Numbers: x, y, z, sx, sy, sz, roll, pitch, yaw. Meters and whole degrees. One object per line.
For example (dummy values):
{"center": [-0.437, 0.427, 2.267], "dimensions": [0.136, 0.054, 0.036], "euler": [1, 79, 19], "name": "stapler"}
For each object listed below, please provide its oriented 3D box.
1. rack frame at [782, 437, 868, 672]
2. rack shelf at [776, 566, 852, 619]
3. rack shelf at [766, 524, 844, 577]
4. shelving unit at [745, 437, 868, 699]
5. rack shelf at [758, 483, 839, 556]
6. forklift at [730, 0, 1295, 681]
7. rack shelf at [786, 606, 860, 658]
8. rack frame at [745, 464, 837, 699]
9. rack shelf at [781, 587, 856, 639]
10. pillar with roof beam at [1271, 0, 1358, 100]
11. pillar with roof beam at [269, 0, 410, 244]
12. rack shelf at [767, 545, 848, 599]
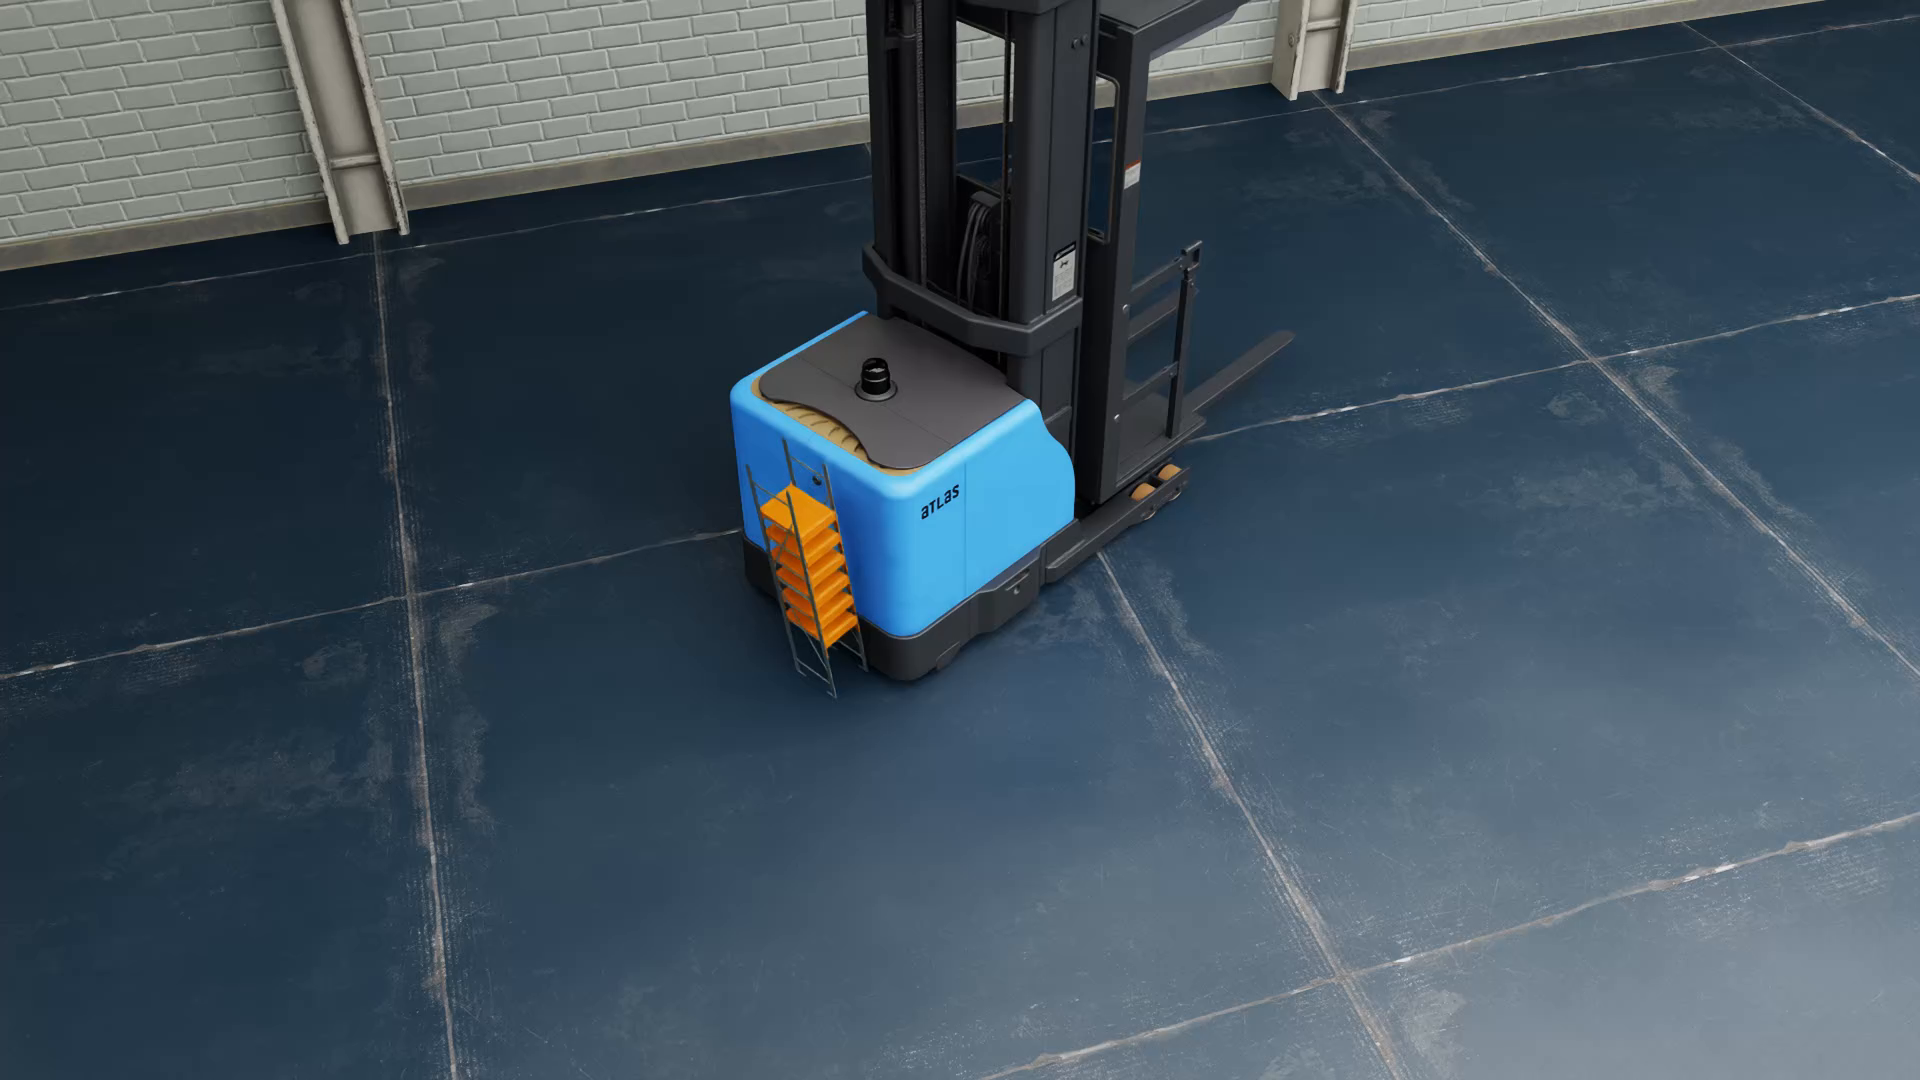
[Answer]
{"center": [-0.524, 0.083, 6.563], "dimensions": [0.240, 1.200, 0.006], "euler": [32, 58, 31], "name": "rack frame"}
{"center": [-0.582, 0.166, 6.553], "dimensions": [0.258, 0.103, 0.180], "euler": [32, 58, 31], "name": "rack shelf"}
{"center": [-0.603, 0.001, 6.379], "dimensions": [0.258, 0.103, 0.180], "euler": [32, 58, 31], "name": "rack shelf"}
{"center": [-0.586, 0.136, 6.521], "dimensions": [0.258, 1.200, 0.189], "euler": [32, 58, 31], "name": "shelving unit"}
{"center": [-0.613, -0.081, 6.293], "dimensions": [0.258, 0.103, 0.180], "euler": [32, 58, 31], "name": "rack shelf"}
{"center": [0.429, -1.406, 6.981], "dimensions": [1.130, 2.935, 3.031], "euler": [32, 50, 31], "name": "forklift"}
{"center": [-0.561, 0.331, 6.726], "dimensions": [0.258, 0.103, 0.180], "euler": [32, 58, 31], "name": "rack shelf"}
{"center": [-0.648, 0.188, 6.479], "dimensions": [0.240, 1.200, 0.006], "euler": [32, 58, 31], "name": "rack frame"}
{"center": [-0.572, 0.248, 6.639], "dimensions": [0.258, 0.103, 0.180], "euler": [32, 58, 31], "name": "rack shelf"}
{"center": [3.593, -3.704, 5.000], "dimensions": [0.400, 9.000, 9.100], "euler": [-12, 42, -13], "name": "pillar with roof beam"}
{"center": [-2.130, -2.518, 3.643], "dimensions": [0.400, 9.000, 9.100], "euler": [-12, 42, -13], "name": "pillar with roof beam"}
{"center": [-0.592, 0.084, 6.466], "dimensions": [0.258, 0.103, 0.180], "euler": [32, 58, 31], "name": "rack shelf"}
